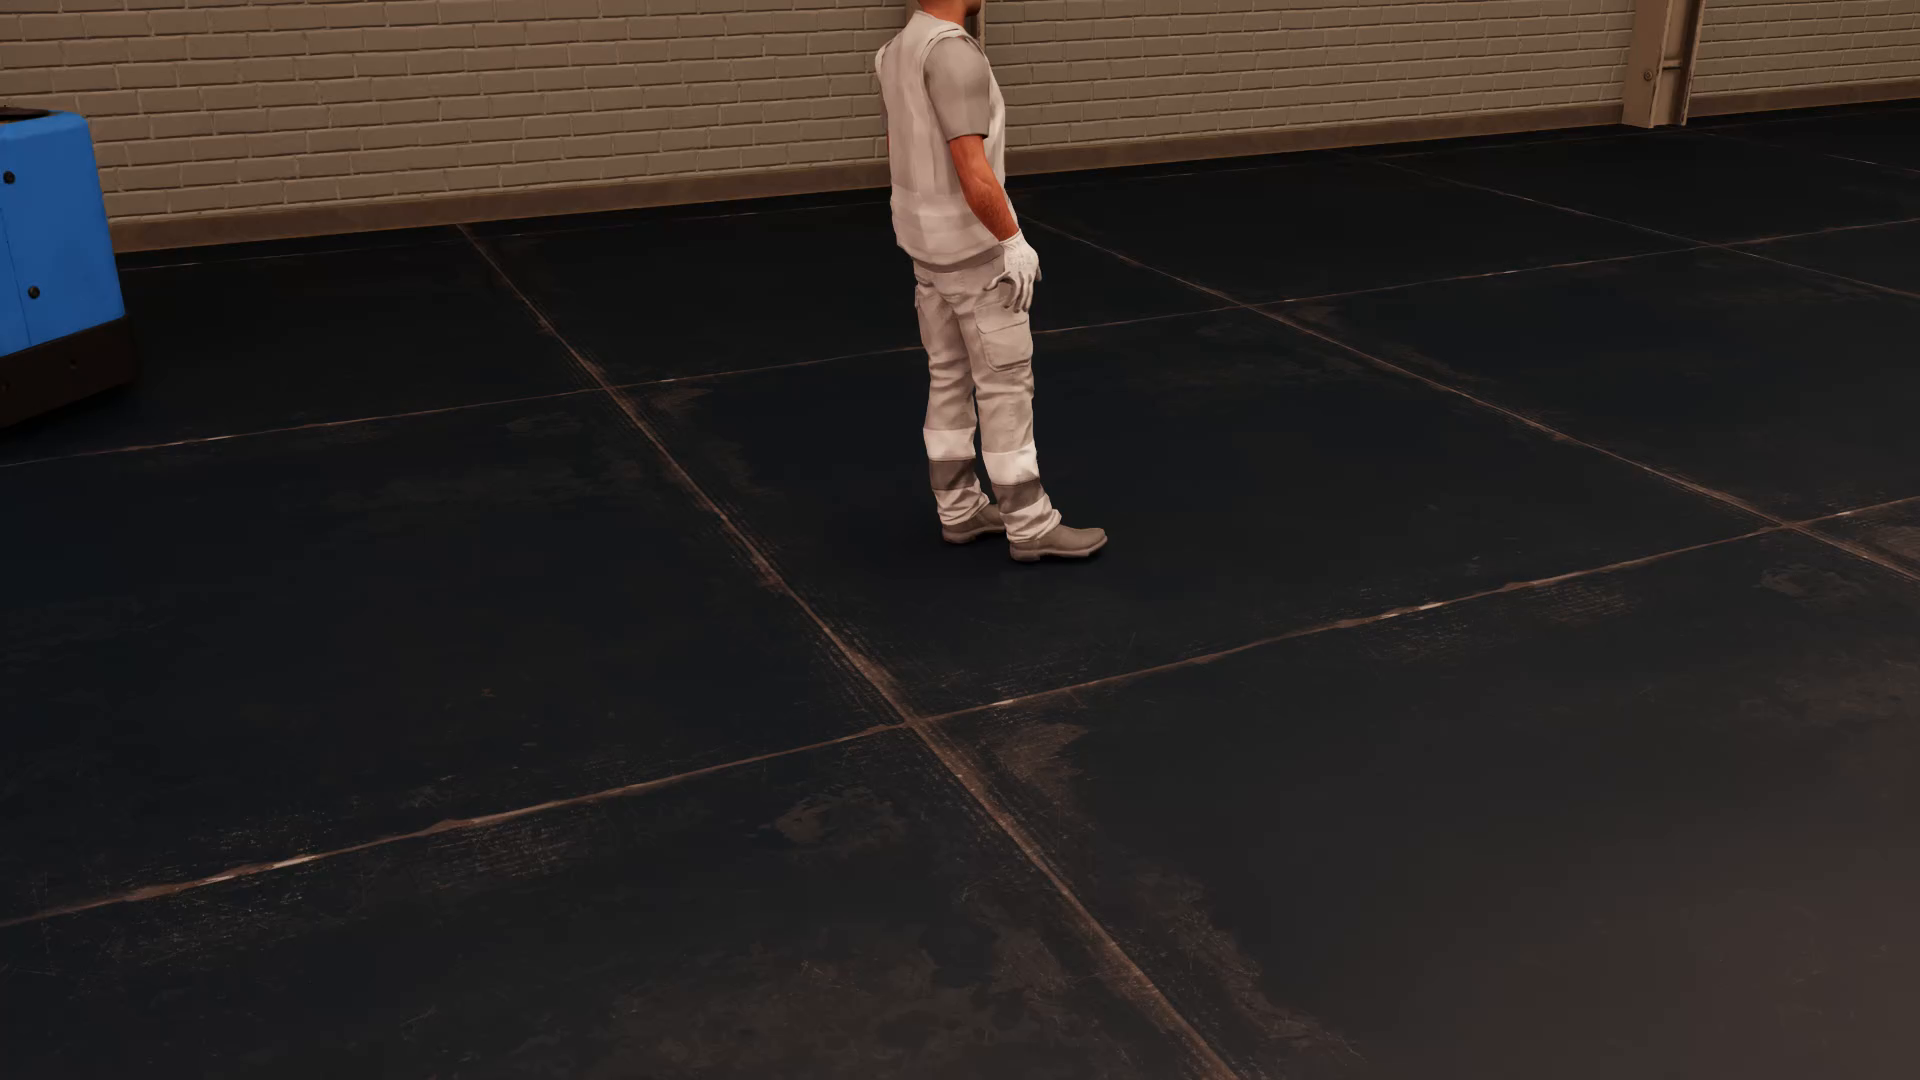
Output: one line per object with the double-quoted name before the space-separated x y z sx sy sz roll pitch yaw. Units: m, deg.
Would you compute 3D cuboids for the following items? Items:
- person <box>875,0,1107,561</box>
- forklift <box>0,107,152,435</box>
"person" 0.078 -0.842 4.782 0.562 1.790 0.637 -10 25 -23
"forklift" -4.704 -1.929 5.929 3.031 2.935 1.130 7 24 17
